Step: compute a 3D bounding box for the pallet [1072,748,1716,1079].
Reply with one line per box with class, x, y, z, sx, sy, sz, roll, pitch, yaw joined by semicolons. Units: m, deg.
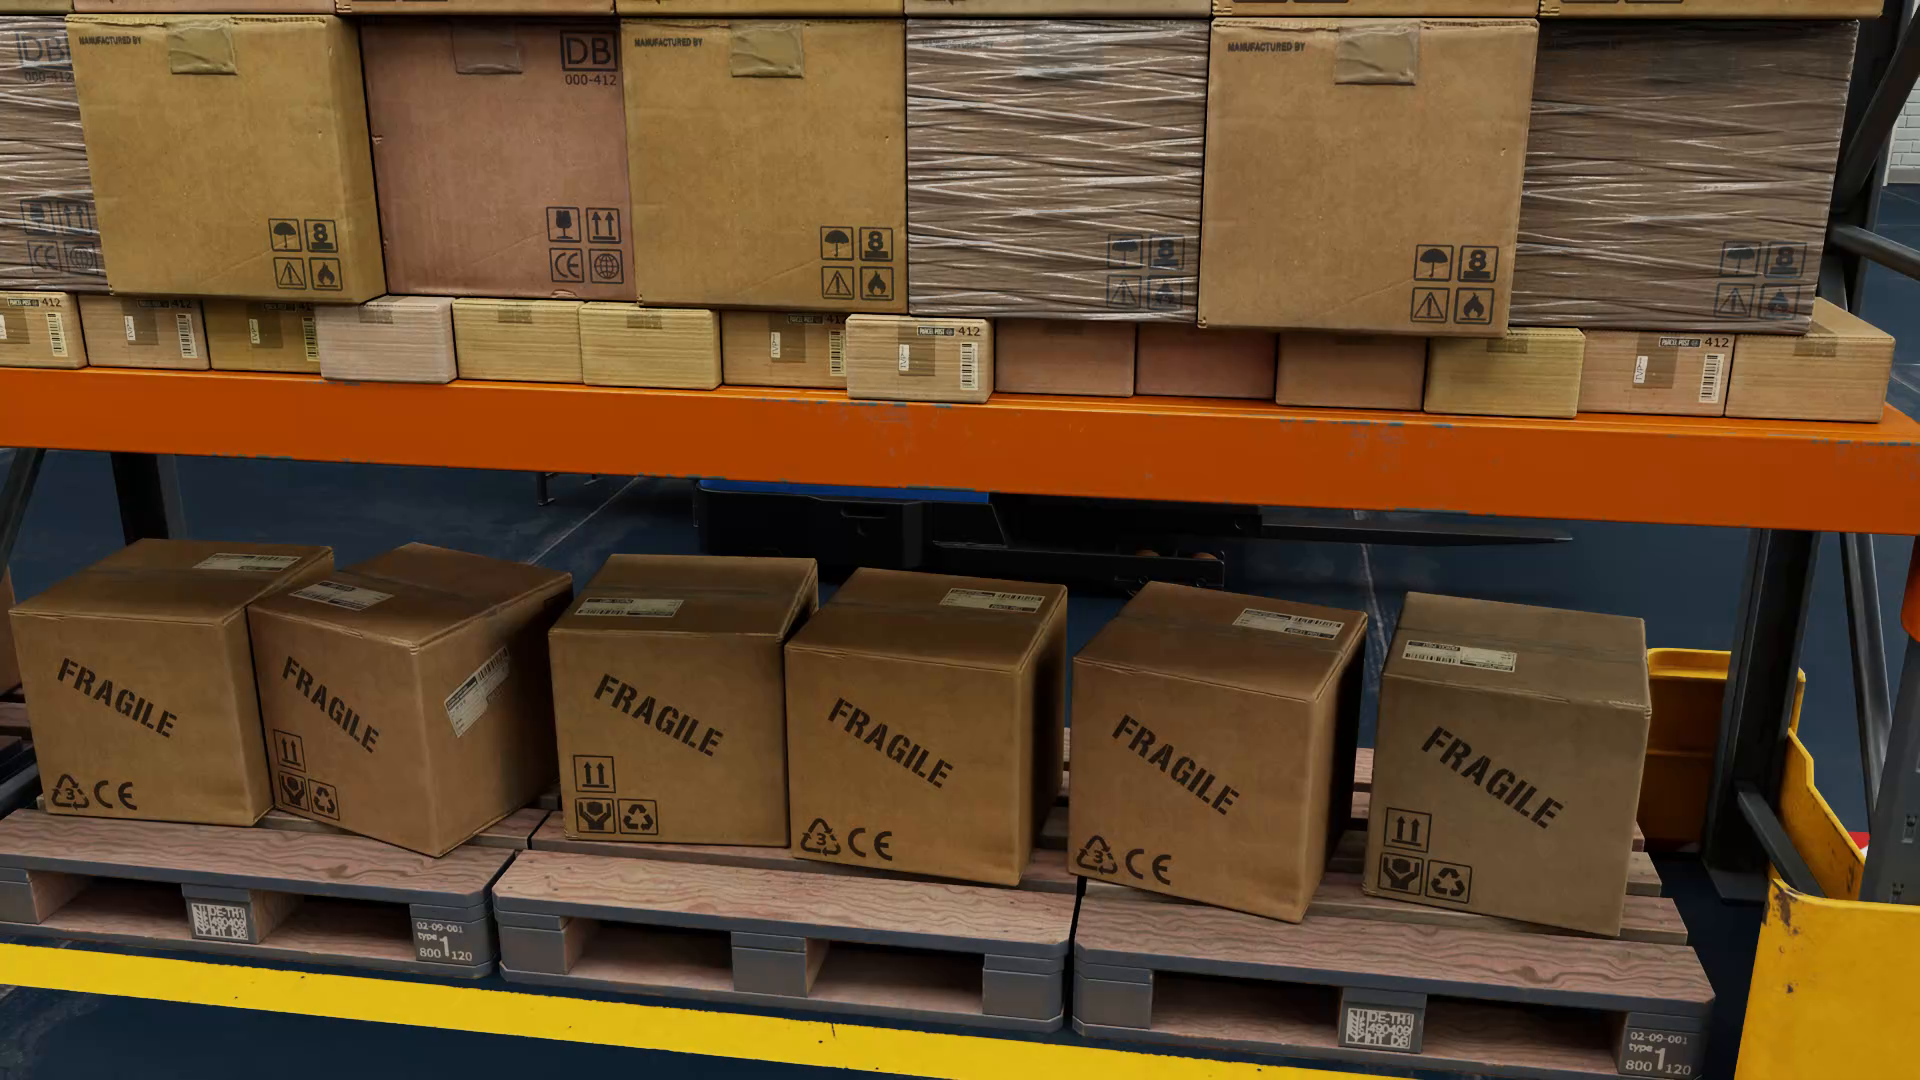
pallet;0.893;0.768;3.675;1.213;0.211;1.003;3;19;9

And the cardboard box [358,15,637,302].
cardboard box;-0.753;-0.816;3.389;0.500;0.500;0.875;3;19;9

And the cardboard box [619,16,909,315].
cardboard box;-0.266;-0.778;3.276;0.500;0.500;0.875;3;19;9

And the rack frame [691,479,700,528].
rack frame;-0.943;-0.815;6.376;0.023;1.500;0.400;8;20;22

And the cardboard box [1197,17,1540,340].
cardboard box;0.713;-0.711;3.074;0.500;0.500;0.875;3;19;9

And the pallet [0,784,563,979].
pallet;-1.516;0.645;4.042;1.213;0.211;1.003;3;19;9

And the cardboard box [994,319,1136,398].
cardboard box;0.213;-0.387;3.128;0.250;0.149;0.380;3;19;9

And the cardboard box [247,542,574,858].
cardboard box;-1.230;0.346;3.821;0.500;0.500;0.500;9;21;26

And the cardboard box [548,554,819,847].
cardboard box;-0.604;0.352;3.801;0.500;0.500;0.500;1;19;4

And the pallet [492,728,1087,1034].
pallet;-0.308;0.706;3.860;1.213;0.211;1.003;3;19;9

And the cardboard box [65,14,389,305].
cardboard box;-1.263;-0.810;3.370;0.500;0.500;0.875;3;19;9

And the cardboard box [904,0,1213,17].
cardboard box;0.194;-1.161;2.843;0.500;0.500;0.500;3;19;9

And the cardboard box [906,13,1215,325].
cardboard box;0.226;-0.750;3.189;0.500;0.500;0.875;3;19;9

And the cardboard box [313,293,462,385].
cardboard box;-1.036;-0.420;3.227;0.250;0.149;0.380;3;19;9

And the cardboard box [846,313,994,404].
cardboard box;-0.048;-0.372;3.082;0.250;0.149;0.380;3;19;9

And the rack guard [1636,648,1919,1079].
rack guard;1.689;0.683;3.474;0.348;0.500;1.175;3;19;9

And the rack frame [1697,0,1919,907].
rack frame;1.764;-0.498;3.066;0.127;3.000;1.000;3;19;9

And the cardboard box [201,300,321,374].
cardboard box;-1.276;-0.445;3.303;0.250;0.149;0.380;3;19;9

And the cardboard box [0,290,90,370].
cardboard box;-1.776;-0.459;3.343;0.250;0.149;0.380;3;19;9

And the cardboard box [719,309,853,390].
cardboard box;-0.283;-0.406;3.185;0.250;0.149;0.380;3;19;9

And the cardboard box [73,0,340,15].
cardboard box;-1.287;-1.235;3.066;0.500;0.500;0.500;3;19;9

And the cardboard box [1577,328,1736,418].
cardboard box;1.203;-0.342;2.993;0.250;0.149;0.380;3;19;9

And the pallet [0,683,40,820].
pallet;-2.954;0.584;4.225;1.213;0.211;1.003;3;19;9

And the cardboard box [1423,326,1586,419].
cardboard box;0.948;-0.338;2.983;0.250;0.149;0.380;3;19;9

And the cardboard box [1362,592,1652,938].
cardboard box;1.150;0.451;3.505;0.500;0.500;0.500;7;20;19

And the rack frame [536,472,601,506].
rack frame;-1.615;-0.907;6.651;0.023;1.500;0.400;8;20;22

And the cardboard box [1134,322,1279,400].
cardboard box;0.464;-0.381;3.111;0.250;0.149;0.380;3;19;9

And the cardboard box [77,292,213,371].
cardboard box;-1.525;-0.455;3.332;0.250;0.149;0.380;3;19;9

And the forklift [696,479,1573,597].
forklift;0.622;-1.359;5.746;3.031;2.935;1.130;3;19;8

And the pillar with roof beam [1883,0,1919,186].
pillar with roof beam;8.816;-6.670;12.056;0.400;9.000;9.100;3;19;9

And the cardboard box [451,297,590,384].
cardboard box;-0.783;-0.420;3.228;0.250;0.149;0.380;3;19;9

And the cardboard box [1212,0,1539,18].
cardboard box;0.687;-1.135;2.765;0.500;0.500;0.500;3;19;9

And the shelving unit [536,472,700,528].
shelving unit;-1.279;-0.861;6.514;0.755;1.500;0.431;8;20;22

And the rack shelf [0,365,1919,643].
rack shelf;-0.210;-0.258;3.481;4.000;0.370;1.077;3;19;9

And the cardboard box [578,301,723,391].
cardboard box;-0.537;-0.404;3.180;0.250;0.149;0.380;3;19;9

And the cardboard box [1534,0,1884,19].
cardboard box;1.182;-1.111;2.695;0.500;0.500;0.500;3;19;9

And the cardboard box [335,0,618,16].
cardboard box;-0.794;-1.210;2.990;0.500;0.500;0.500;3;19;9

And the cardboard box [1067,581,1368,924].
cardboard box;0.555;0.432;3.563;0.500;0.500;0.500;8;20;23

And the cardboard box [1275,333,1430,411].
cardboard box;0.704;-0.356;3.035;0.250;0.149;0.380;3;19;9

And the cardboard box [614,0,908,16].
cardboard box;-0.298;-1.188;2.925;0.500;0.500;0.500;3;19;9

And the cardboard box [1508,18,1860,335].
cardboard box;1.226;-0.723;3.111;0.500;0.500;0.875;3;19;9

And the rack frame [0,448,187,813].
rack frame;-2.185;-0.700;3.667;0.127;3.000;1.000;3;19;9

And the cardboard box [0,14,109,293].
cardboard box;-1.751;-0.846;3.479;0.500;0.500;0.875;3;19;9

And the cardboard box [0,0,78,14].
cardboard box;-1.781;-1.260;3.140;0.500;0.500;0.500;3;19;9

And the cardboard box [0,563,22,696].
cardboard box;-2.788;0.239;4.107;0.500;0.500;0.700;1;19;4

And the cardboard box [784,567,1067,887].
cardboard box;-0.060;0.394;3.675;0.500;0.500;0.500;5;19;14

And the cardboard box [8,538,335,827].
cardboard box;-1.797;0.319;3.900;0.500;0.500;0.500;2;19;7

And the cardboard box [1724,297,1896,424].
cardboard box;1.450;-0.329;2.955;0.250;0.149;0.380;3;19;9
